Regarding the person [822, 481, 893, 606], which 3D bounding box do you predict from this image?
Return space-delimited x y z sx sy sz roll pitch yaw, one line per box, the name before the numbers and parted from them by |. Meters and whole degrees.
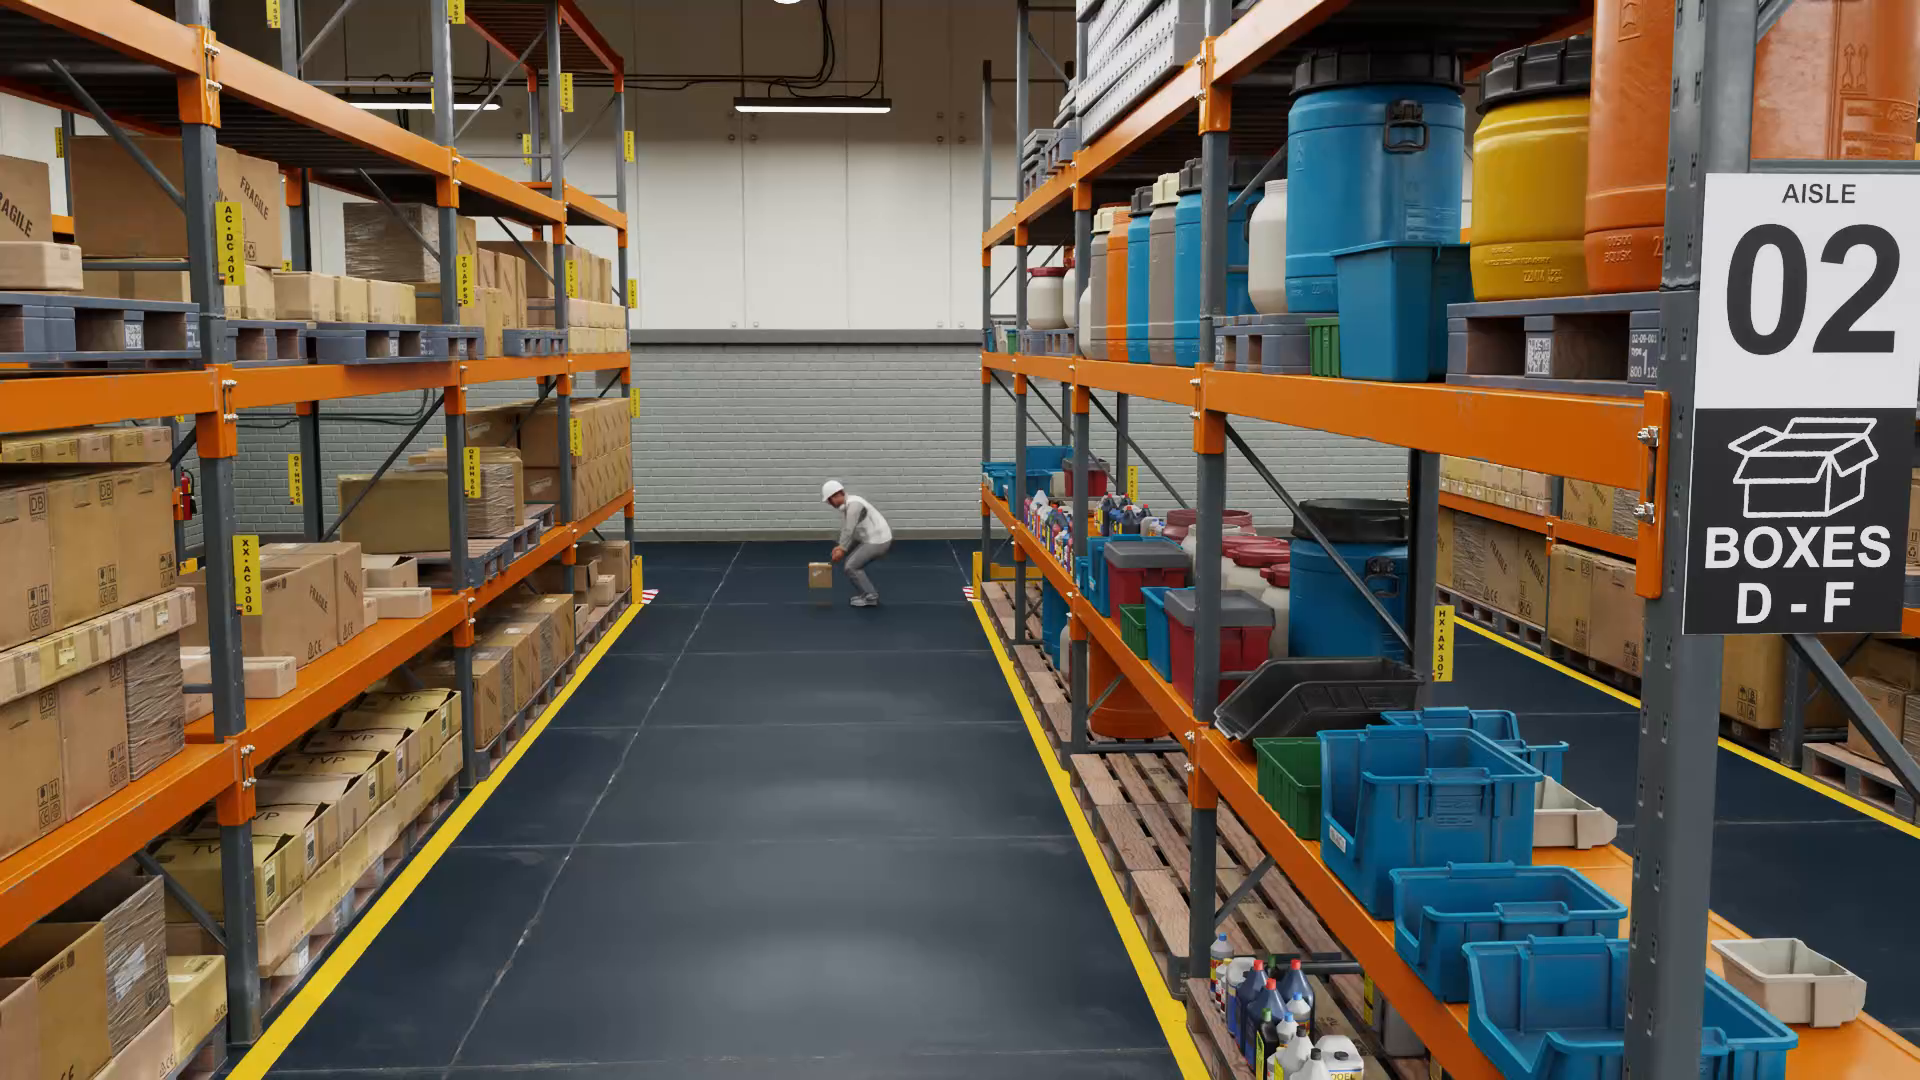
person | -1.143 0.031 18.525 0.784 1.392 0.591 0 7 -4
